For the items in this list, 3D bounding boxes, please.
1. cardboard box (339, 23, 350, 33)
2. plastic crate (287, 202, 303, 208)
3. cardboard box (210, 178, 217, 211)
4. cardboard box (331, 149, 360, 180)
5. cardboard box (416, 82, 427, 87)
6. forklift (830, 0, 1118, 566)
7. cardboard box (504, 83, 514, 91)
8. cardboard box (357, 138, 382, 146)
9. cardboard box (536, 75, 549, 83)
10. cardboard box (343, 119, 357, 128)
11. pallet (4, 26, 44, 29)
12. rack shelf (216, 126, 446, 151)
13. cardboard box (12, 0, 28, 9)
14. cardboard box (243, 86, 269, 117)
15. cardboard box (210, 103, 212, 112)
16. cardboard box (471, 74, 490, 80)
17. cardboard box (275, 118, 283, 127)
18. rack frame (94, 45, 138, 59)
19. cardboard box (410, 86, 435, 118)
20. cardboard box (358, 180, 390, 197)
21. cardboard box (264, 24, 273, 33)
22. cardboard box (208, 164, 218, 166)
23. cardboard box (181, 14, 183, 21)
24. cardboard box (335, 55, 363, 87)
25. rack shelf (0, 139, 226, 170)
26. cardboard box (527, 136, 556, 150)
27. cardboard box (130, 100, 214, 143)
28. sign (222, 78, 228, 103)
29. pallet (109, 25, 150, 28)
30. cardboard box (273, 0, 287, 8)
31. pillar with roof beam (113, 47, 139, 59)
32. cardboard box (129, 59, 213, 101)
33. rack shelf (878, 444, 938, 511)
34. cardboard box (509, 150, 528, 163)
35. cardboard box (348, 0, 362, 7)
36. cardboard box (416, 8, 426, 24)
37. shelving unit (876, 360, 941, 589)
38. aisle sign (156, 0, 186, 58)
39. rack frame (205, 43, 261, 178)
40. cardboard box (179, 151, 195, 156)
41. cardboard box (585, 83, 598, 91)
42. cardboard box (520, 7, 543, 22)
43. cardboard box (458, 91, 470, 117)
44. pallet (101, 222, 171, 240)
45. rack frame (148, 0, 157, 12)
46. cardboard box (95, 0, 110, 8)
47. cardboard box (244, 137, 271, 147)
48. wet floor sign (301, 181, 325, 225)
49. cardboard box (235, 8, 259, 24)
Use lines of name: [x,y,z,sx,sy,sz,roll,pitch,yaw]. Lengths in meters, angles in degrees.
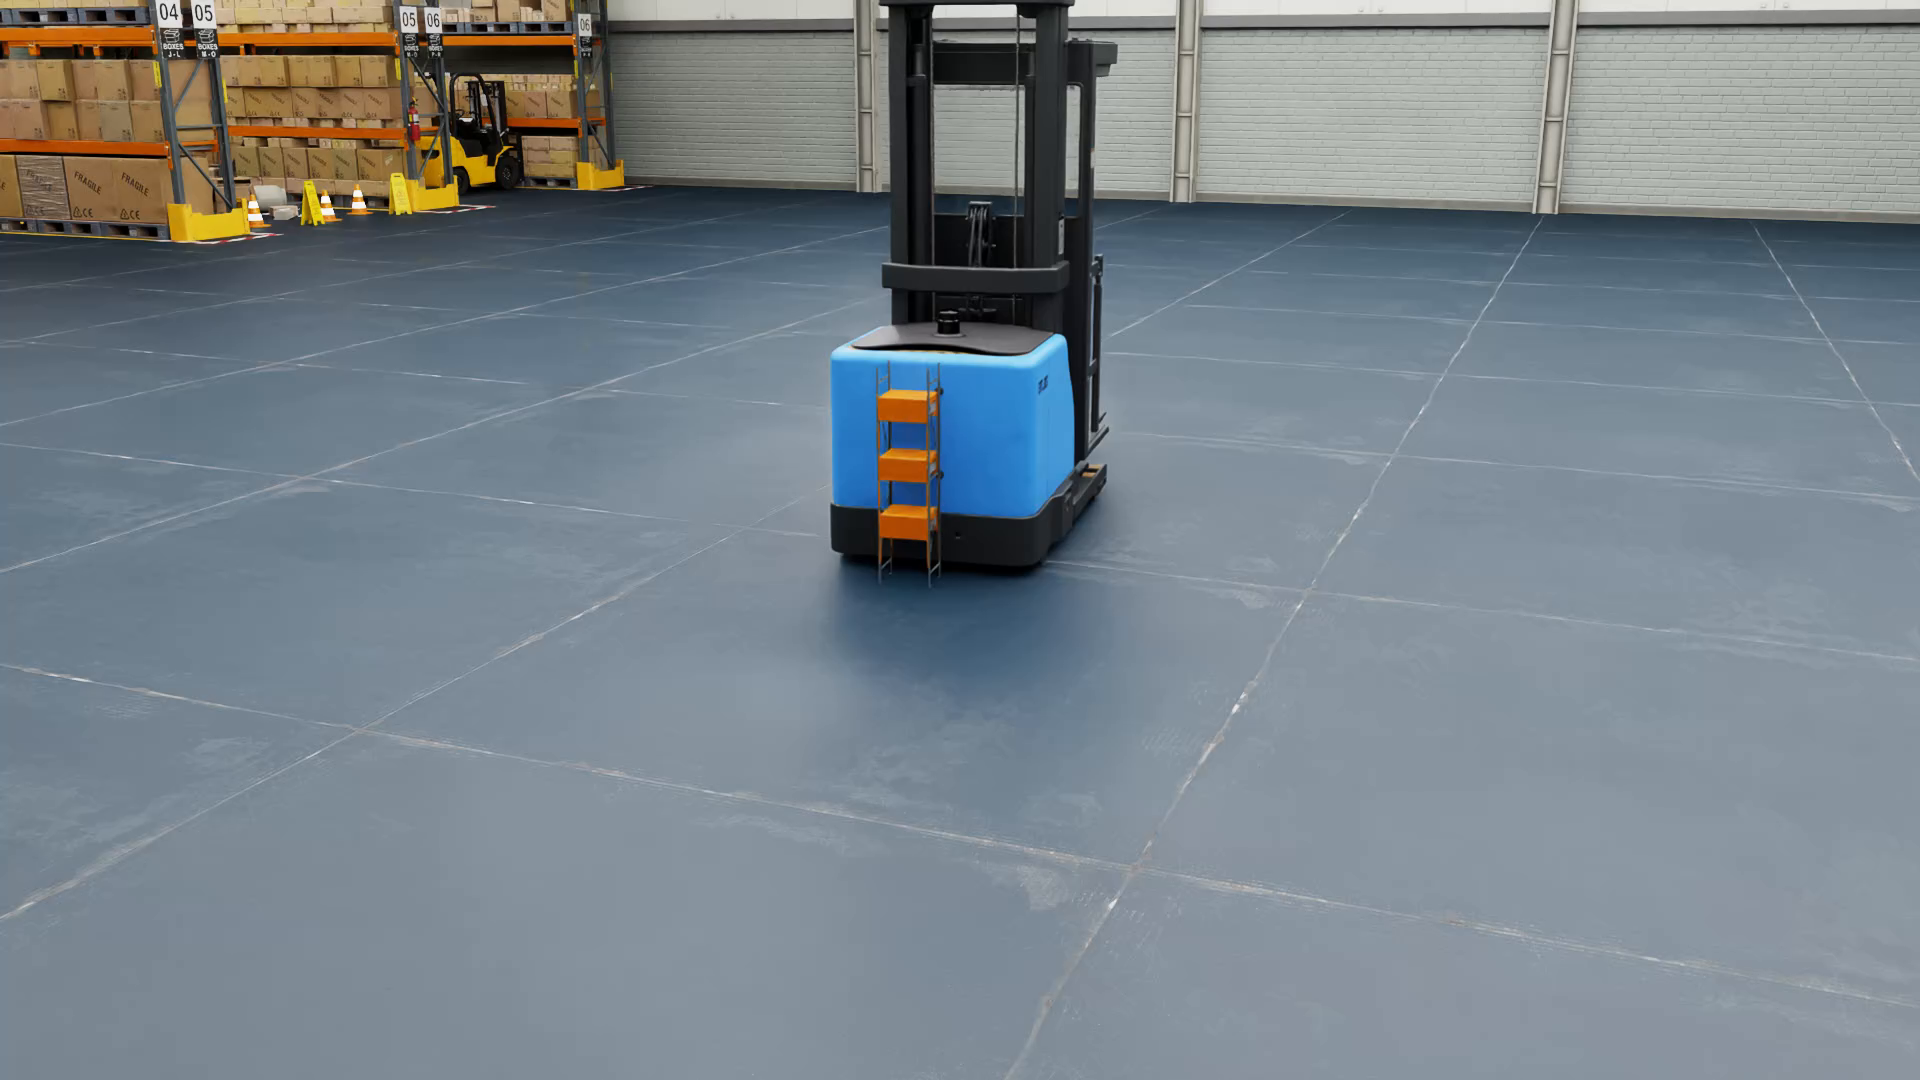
cardboard box: [-9.902,-8.358,27.154,0.250,0.149,0.380,6,17,21]
plastic crate: [-11.339,-5.612,27.860,0.583,0.080,0.402,0,16,1]
cardboard box: [-12.214,-5.461,26.338,0.503,0.637,0.797,6,17,21]
cardboard box: [-10.106,-6.286,27.780,0.500,0.500,0.500,7,18,23]
cardboard box: [-10.481,-8.934,32.723,0.250,0.149,0.380,6,17,20]
forklift: [0.228,-1.650,9.098,1.130,2.935,3.031,4,17,14]
cardboard box: [-8.588,-8.713,31.963,0.250,0.149,0.380,6,17,21]
cardboard box: [-11.890,-7.868,33.901,0.625,0.625,0.875,6,17,20]
cardboard box: [-7.865,-8.787,31.685,0.250,0.149,0.380,7,17,22]
cardboard box: [-9.962,-6.887,27.469,0.250,0.149,0.380,7,17,22]
pallet: [-16.838,-9.198,29.936,1.003,0.211,1.213,7,18,23]
rack shelf: [-10.638,-6.837,28.135,4.000,0.370,1.077,6,17,21]
cardboard box: [-12.822,-7.407,22.947,0.250,0.149,0.380,6,17,21]
cardboard box: [-11.716,-7.415,28.124,0.500,0.500,0.500,6,17,20]
cardboard box: [-13.079,-7.449,28.650,0.250,0.149,0.380,7,17,21]
cardboard box: [-9.266,-8.956,32.268,0.250,0.149,0.380,6,17,20]
cardboard box: [-11.335,-7.066,28.083,0.250,0.149,0.380,6,17,20]
rack frame: [-18.123,-9.493,35.994,0.127,3.000,1.000,6,17,21]
cardboard box: [-9.117,-7.289,27.689,0.500,0.500,0.500,6,17,20]
cardboard box: [-9.651,-5.874,27.707,0.500,0.250,0.500,6,17,20]
cardboard box: [-11.342,-8.507,27.668,0.250,0.149,0.380,6,17,19]
cardboard box: [-13.658,-6.453,29.480,0.625,0.372,0.950,7,18,24]
cardboard box: [-13.095,-8.979,28.360,0.500,0.250,0.500,6,17,20]
cardboard box: [-9.801,-7.698,27.305,0.500,0.500,0.700,6,17,21]
rack shelf: [-12.361,-5.543,23.677,4.000,0.370,1.077,6,17,21]
cardboard box: [-7.980,-7.644,32.009,0.500,0.250,0.500,7,17,22]
cardboard box: [-10.862,-5.782,22.941,0.550,0.550,0.875,6,17,21]
sign: [-10.291,-6.281,23.234,0.005,0.325,0.100,6,17,21]
pallet: [-14.000,-8.934,29.022,1.003,0.211,1.213,6,17,21]
cardboard box: [-11.094,-8.854,27.432,0.250,0.149,0.380,6,17,20]
pillar with roof beam: [-20.020,-11.563,32.362,0.400,9.000,9.100,6,17,21]
cardboard box: [-10.831,-6.322,22.866,0.550,0.550,0.875,6,17,21]
rack shelf: [-0.240,-0.298,7.855,0.240,0.259,0.215,4,17,14]
cardboard box: [-8.478,-7.457,32.262,0.500,0.250,0.500,6,17,19]
cardboard box: [-9.671,-8.696,26.889,0.250,0.149,0.380,6,17,20]
cardboard box: [-9.148,-8.610,27.306,0.500,0.250,0.500,6,17,20]
shelving unit: [-0.240,-0.308,7.852,0.252,1.050,0.215,4,17,14]
aisle sign: [-10.544,-6.847,22.216,0.004,0.787,0.394,6,17,21]
rack frame: [-12.499,-7.387,28.739,0.127,3.000,1.000,6,17,21]
cardboard box: [-16.314,-8.228,35.365,0.500,0.500,0.500,6,17,19]
cardboard box: [-7.181,-8.727,32.012,0.250,0.149,0.380,6,17,19]
cardboard box: [-8.078,-9.923,31.403,0.258,0.266,0.396,6,17,21]
cardboard box: [-9.402,-8.509,32.425,0.500,0.500,0.500,6,17,20]
pallet: [-11.273,-4.406,23.472,1.213,0.211,1.003,6,17,21]
rack frame: [-10.500,-8.565,22.035,0.127,3.000,1.000,6,17,21]
cardboard box: [-11.407,-7.252,22.410,0.250,0.149,0.380,7,17,21]
cardboard box: [-11.955,-6.781,28.322,0.250,0.149,0.380,7,17,21]
wet floor sign: [-9.747,-5.064,24.959,0.232,0.644,0.267,3,17,11]
cardboard box: [-11.707,-8.732,27.727,0.500,0.250,0.500,6,17,20]
